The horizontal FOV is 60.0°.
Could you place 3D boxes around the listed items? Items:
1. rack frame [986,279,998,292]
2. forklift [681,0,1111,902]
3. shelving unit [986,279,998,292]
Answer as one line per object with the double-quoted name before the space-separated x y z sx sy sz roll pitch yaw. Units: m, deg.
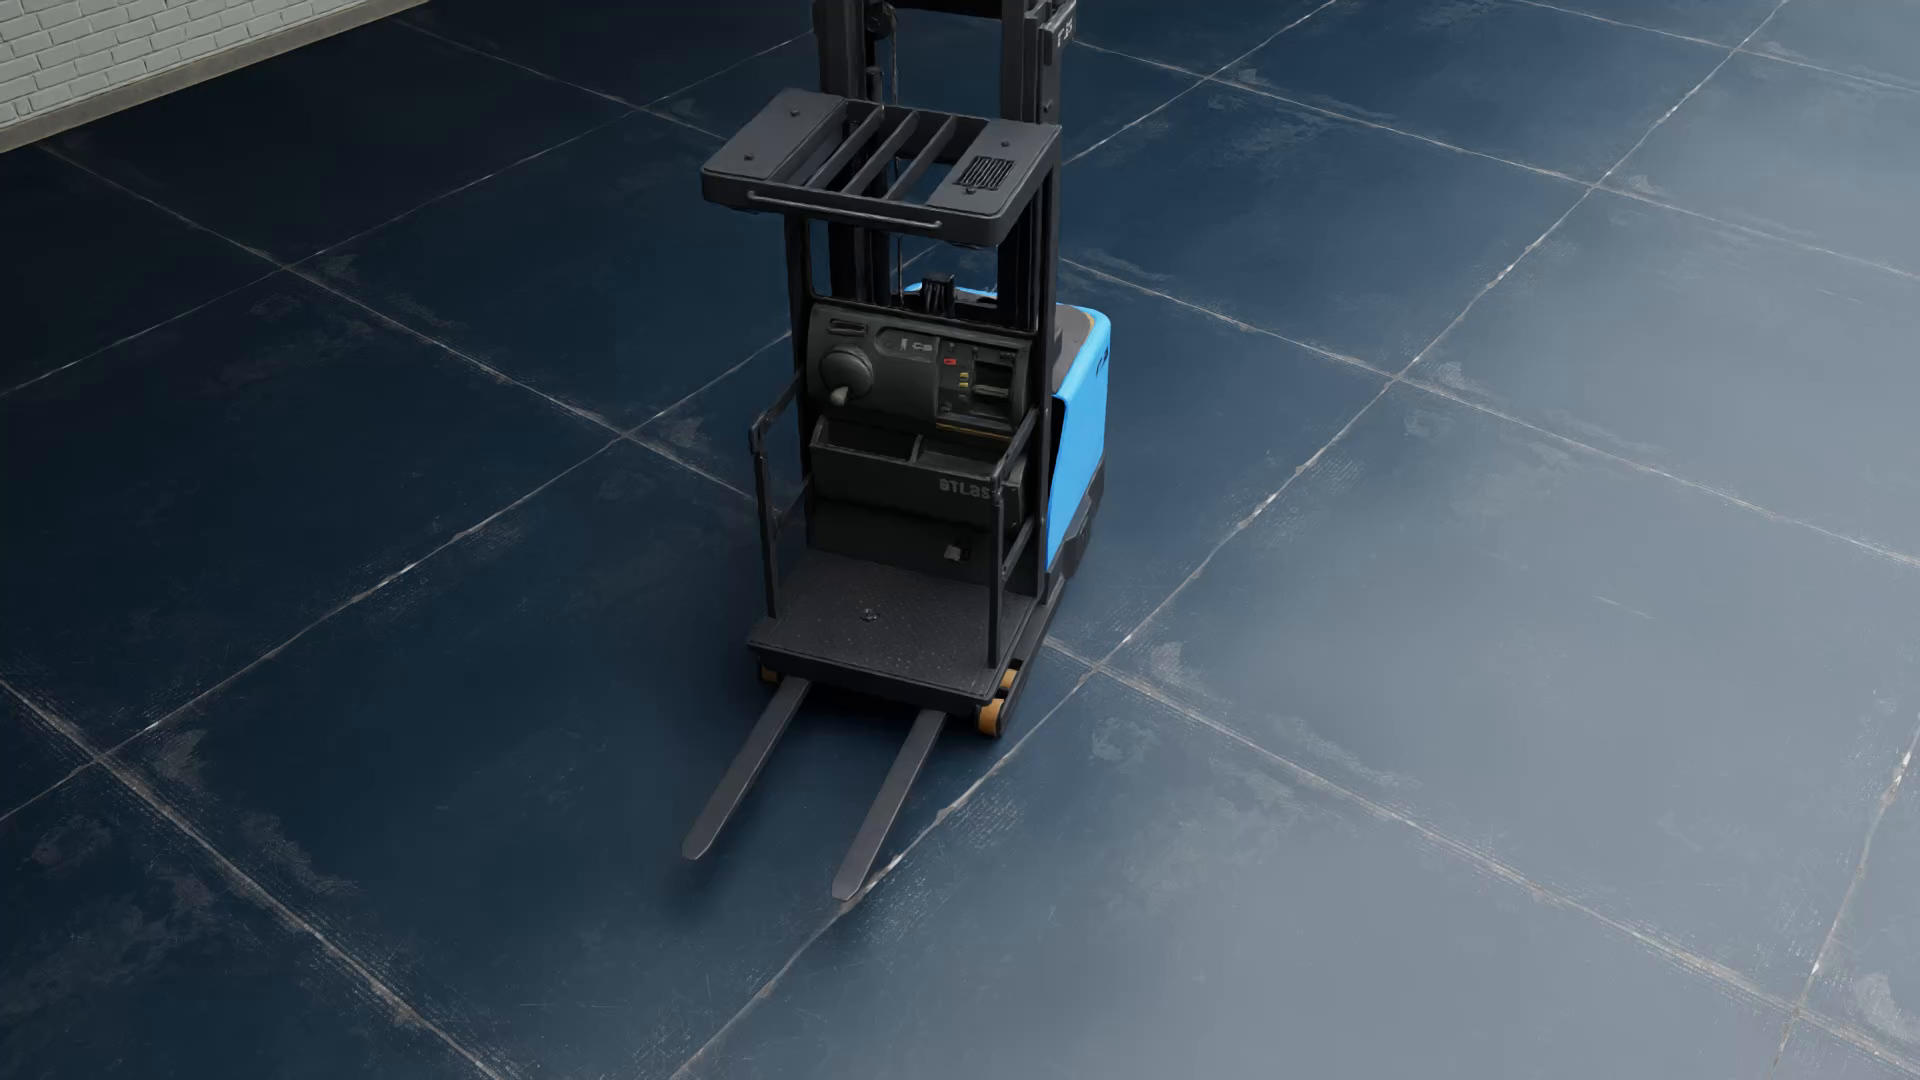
"rack frame" 0.160 -0.852 8.348 0.008 1.050 0.200 12 40 15
"forklift" -0.241 -0.610 6.512 1.130 2.935 3.031 12 40 15
"shelving unit" 0.275 -0.828 8.317 0.252 1.050 0.215 12 40 15
